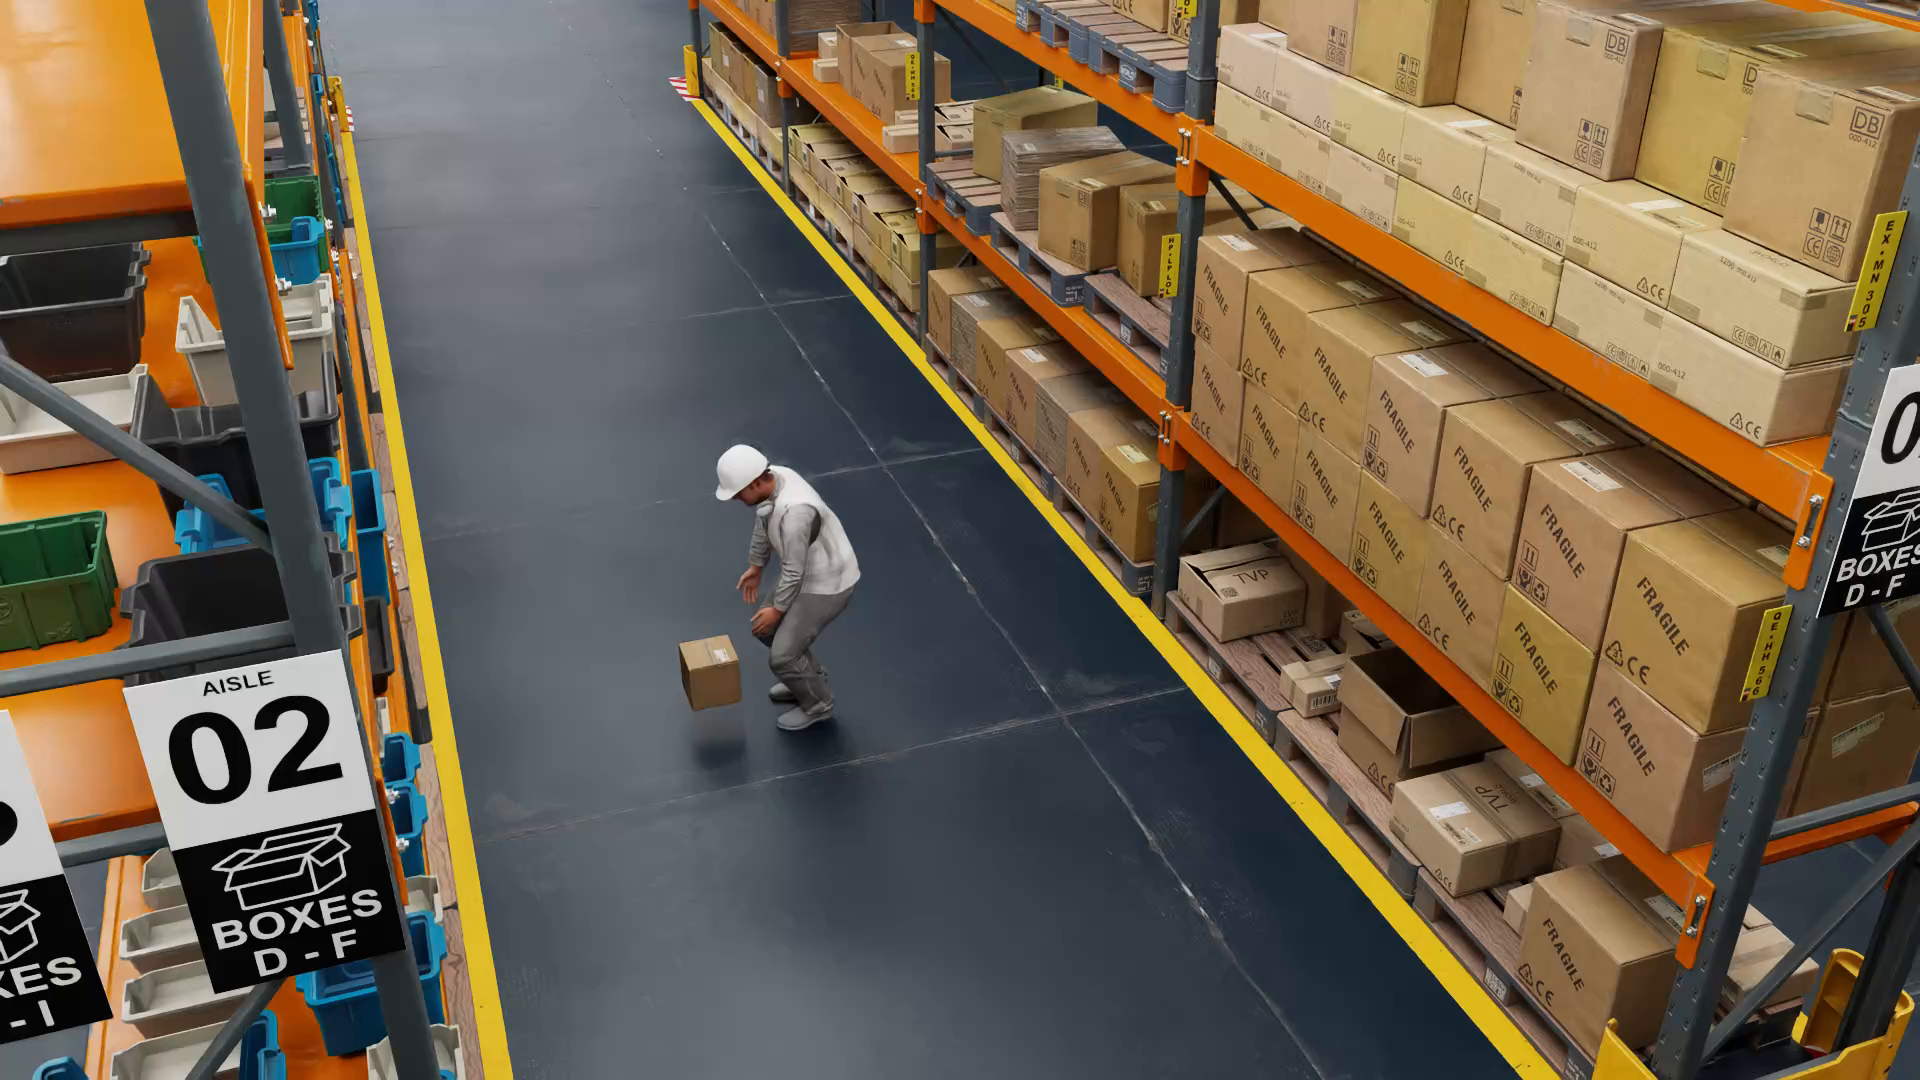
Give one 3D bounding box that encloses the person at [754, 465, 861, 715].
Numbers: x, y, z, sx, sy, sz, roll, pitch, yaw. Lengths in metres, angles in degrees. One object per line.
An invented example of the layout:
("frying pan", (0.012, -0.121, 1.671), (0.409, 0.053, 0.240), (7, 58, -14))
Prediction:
("person", (-0.768, 0.226, 8.238), (0.524, 1.345, 0.484), (-10, 31, -17))
